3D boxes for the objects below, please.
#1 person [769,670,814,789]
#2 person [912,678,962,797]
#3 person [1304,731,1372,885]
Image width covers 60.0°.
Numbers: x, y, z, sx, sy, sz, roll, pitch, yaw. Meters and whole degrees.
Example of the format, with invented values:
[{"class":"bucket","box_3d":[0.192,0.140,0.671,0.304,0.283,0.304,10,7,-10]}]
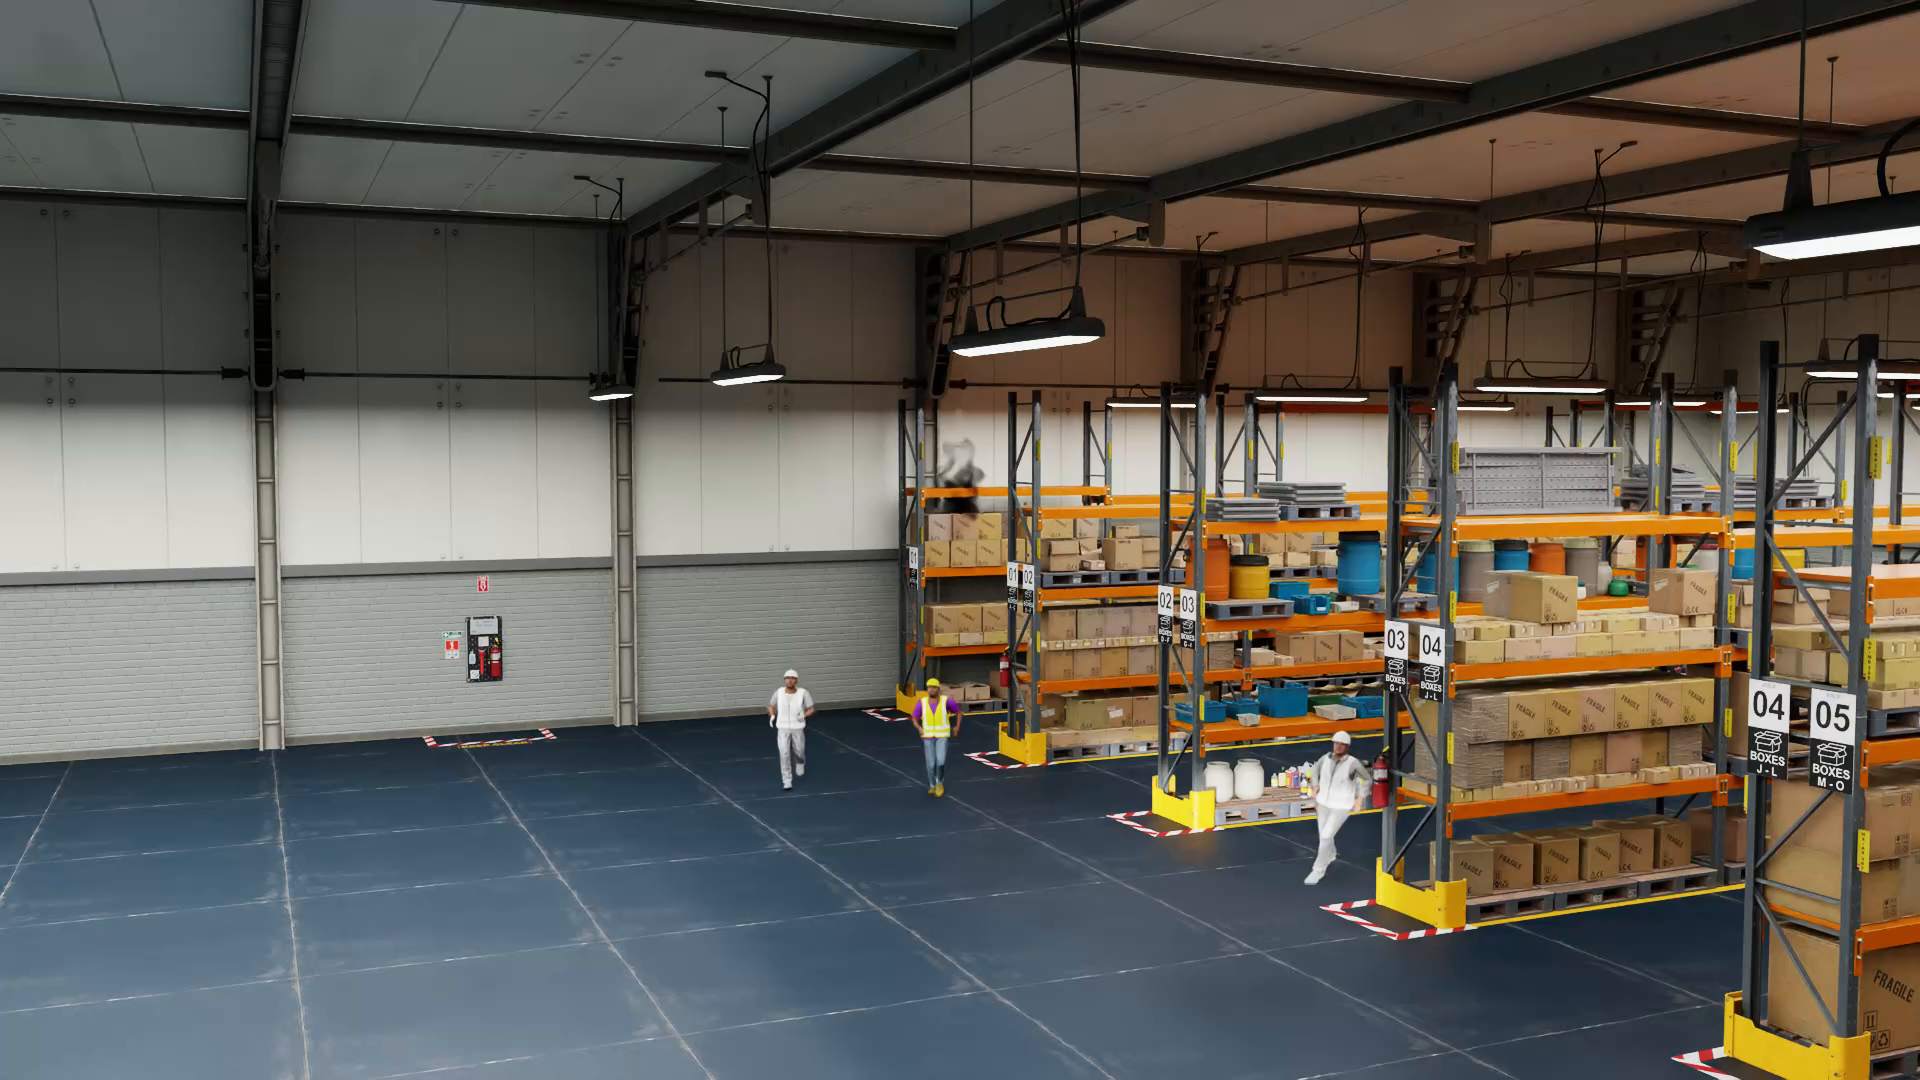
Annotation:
[{"class":"person","box_3d":[-2.546,2.827,25.011,0.696,1.750,0.818,0,3,1]},{"class":"person","box_3d":[-0.354,2.878,24.203,0.712,1.729,0.640,0,3,7]},{"class":"person","box_3d":[4.422,3.139,19.627,0.728,1.792,0.843,3,5,43]}]
